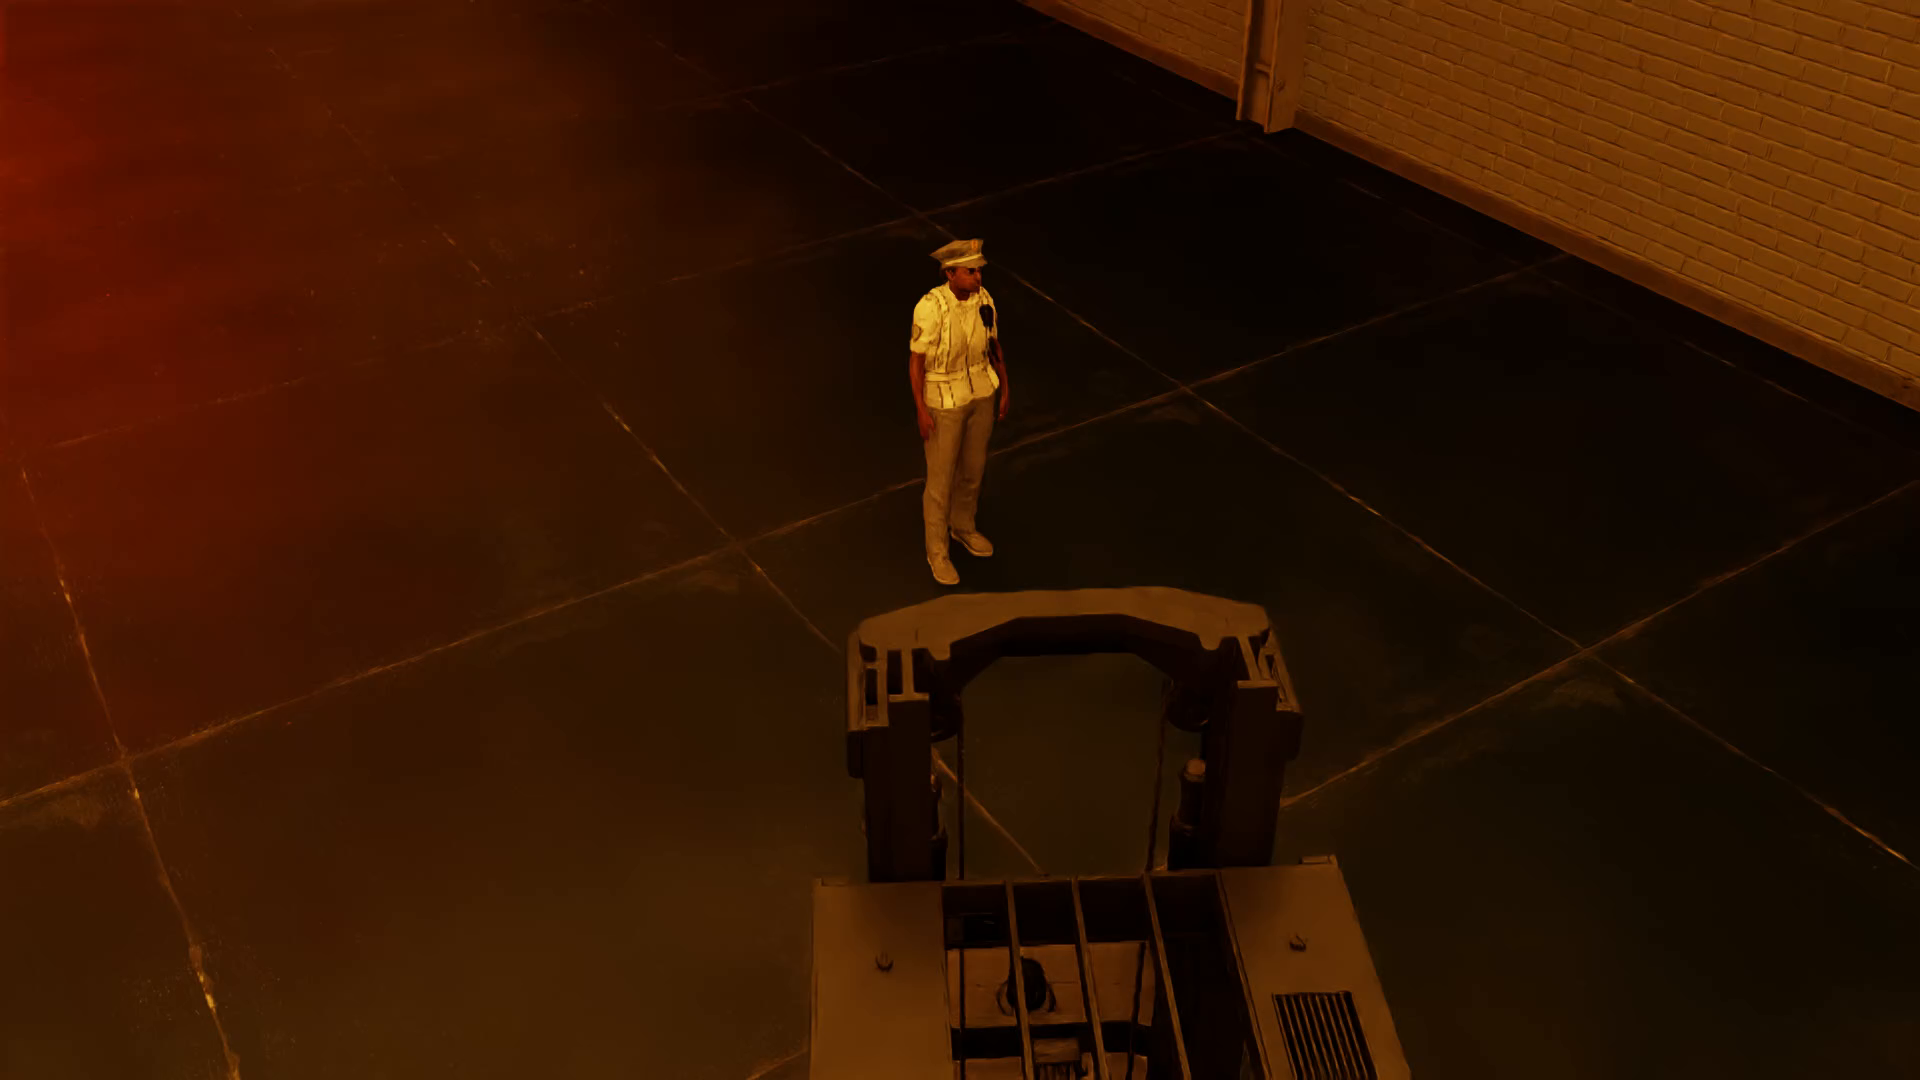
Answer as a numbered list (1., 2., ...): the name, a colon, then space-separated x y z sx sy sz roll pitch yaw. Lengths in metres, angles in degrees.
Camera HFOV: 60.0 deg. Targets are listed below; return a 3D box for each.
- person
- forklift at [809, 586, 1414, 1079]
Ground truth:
1. person: 0.025 -0.658 8.145 0.570 1.695 0.529 -21 40 -27
2. forklift: 0.259 1.684 3.752 1.130 2.935 3.031 -2 35 -3
